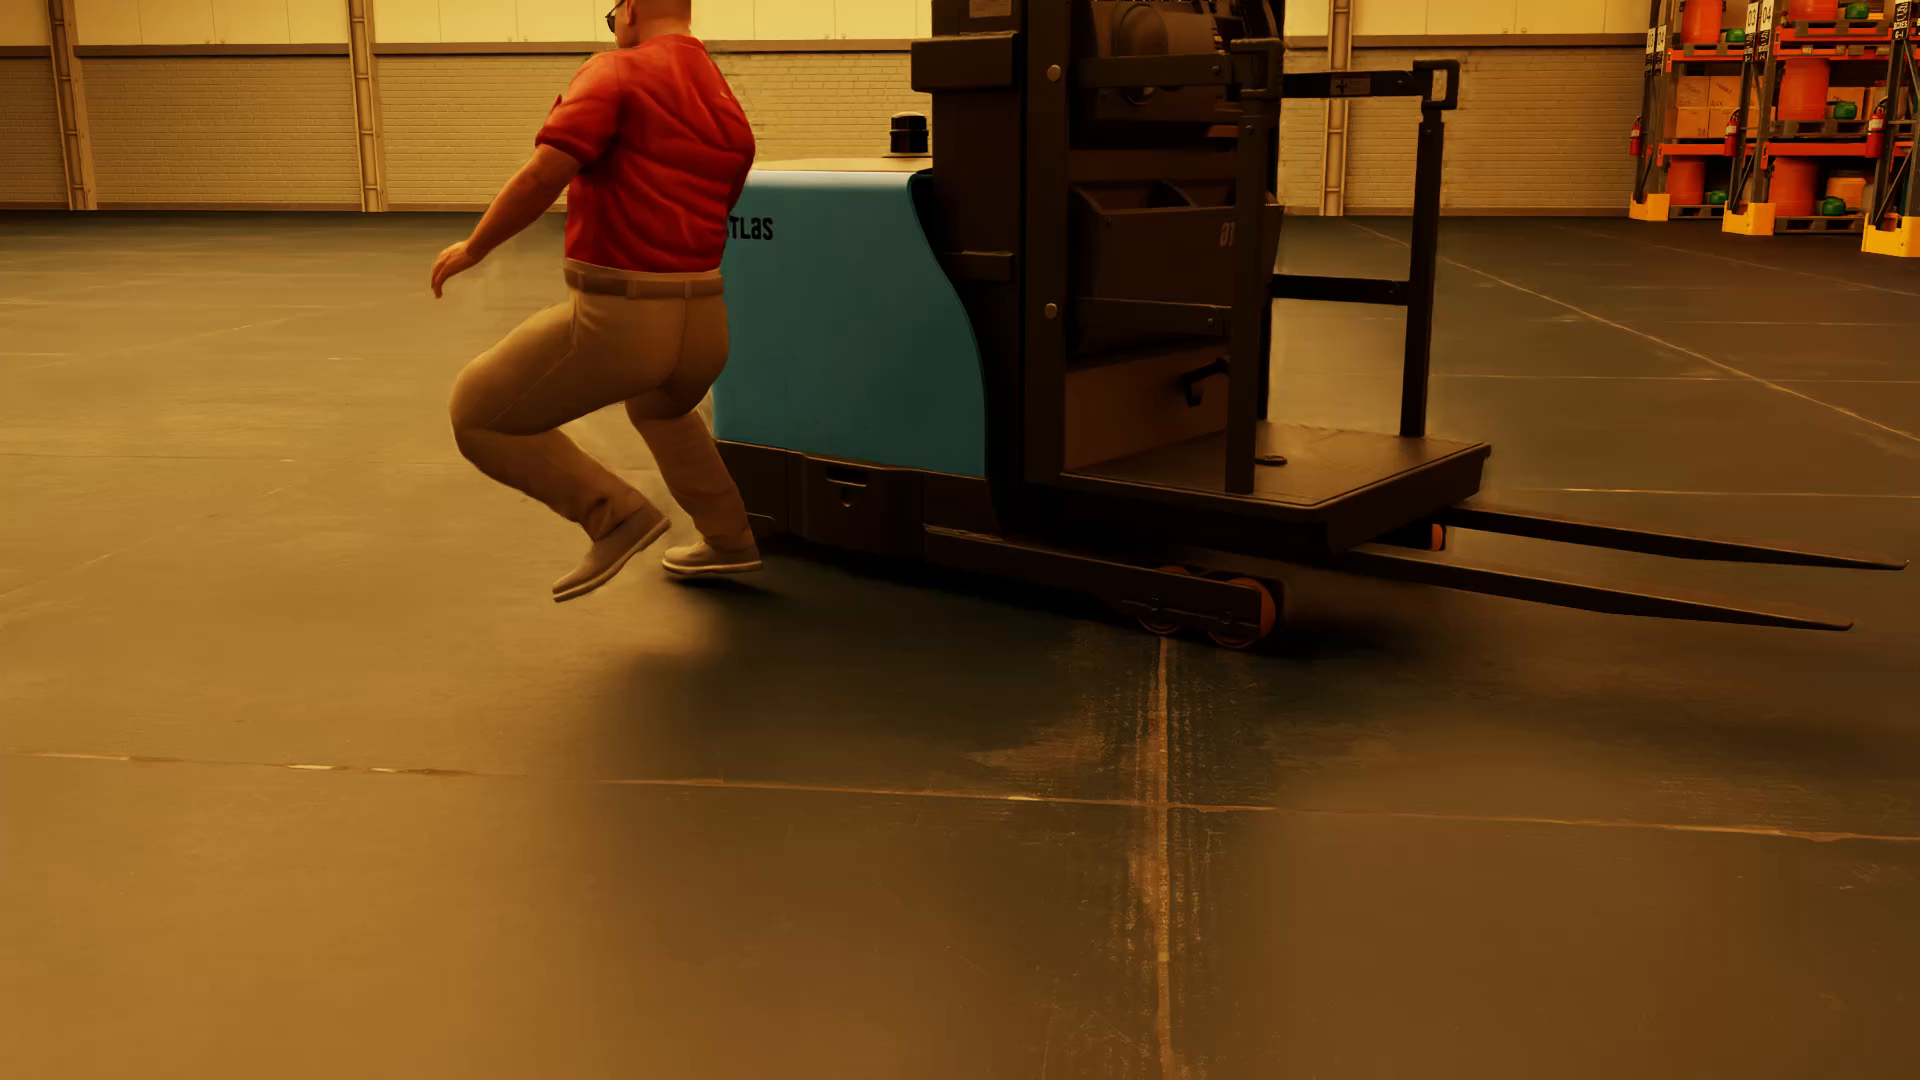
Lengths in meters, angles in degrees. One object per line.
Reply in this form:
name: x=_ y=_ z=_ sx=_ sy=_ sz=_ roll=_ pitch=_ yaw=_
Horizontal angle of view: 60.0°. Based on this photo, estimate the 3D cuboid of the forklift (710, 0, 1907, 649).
forklift: x=0.734 y=-1.310 z=4.111 sx=3.031 sy=2.935 sz=1.130 roll=10 pitch=16 yaw=37

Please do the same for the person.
person: x=-0.863 y=-0.588 z=3.994 sx=0.714 sy=1.535 sz=0.830 roll=10 pitch=16 yaw=36
